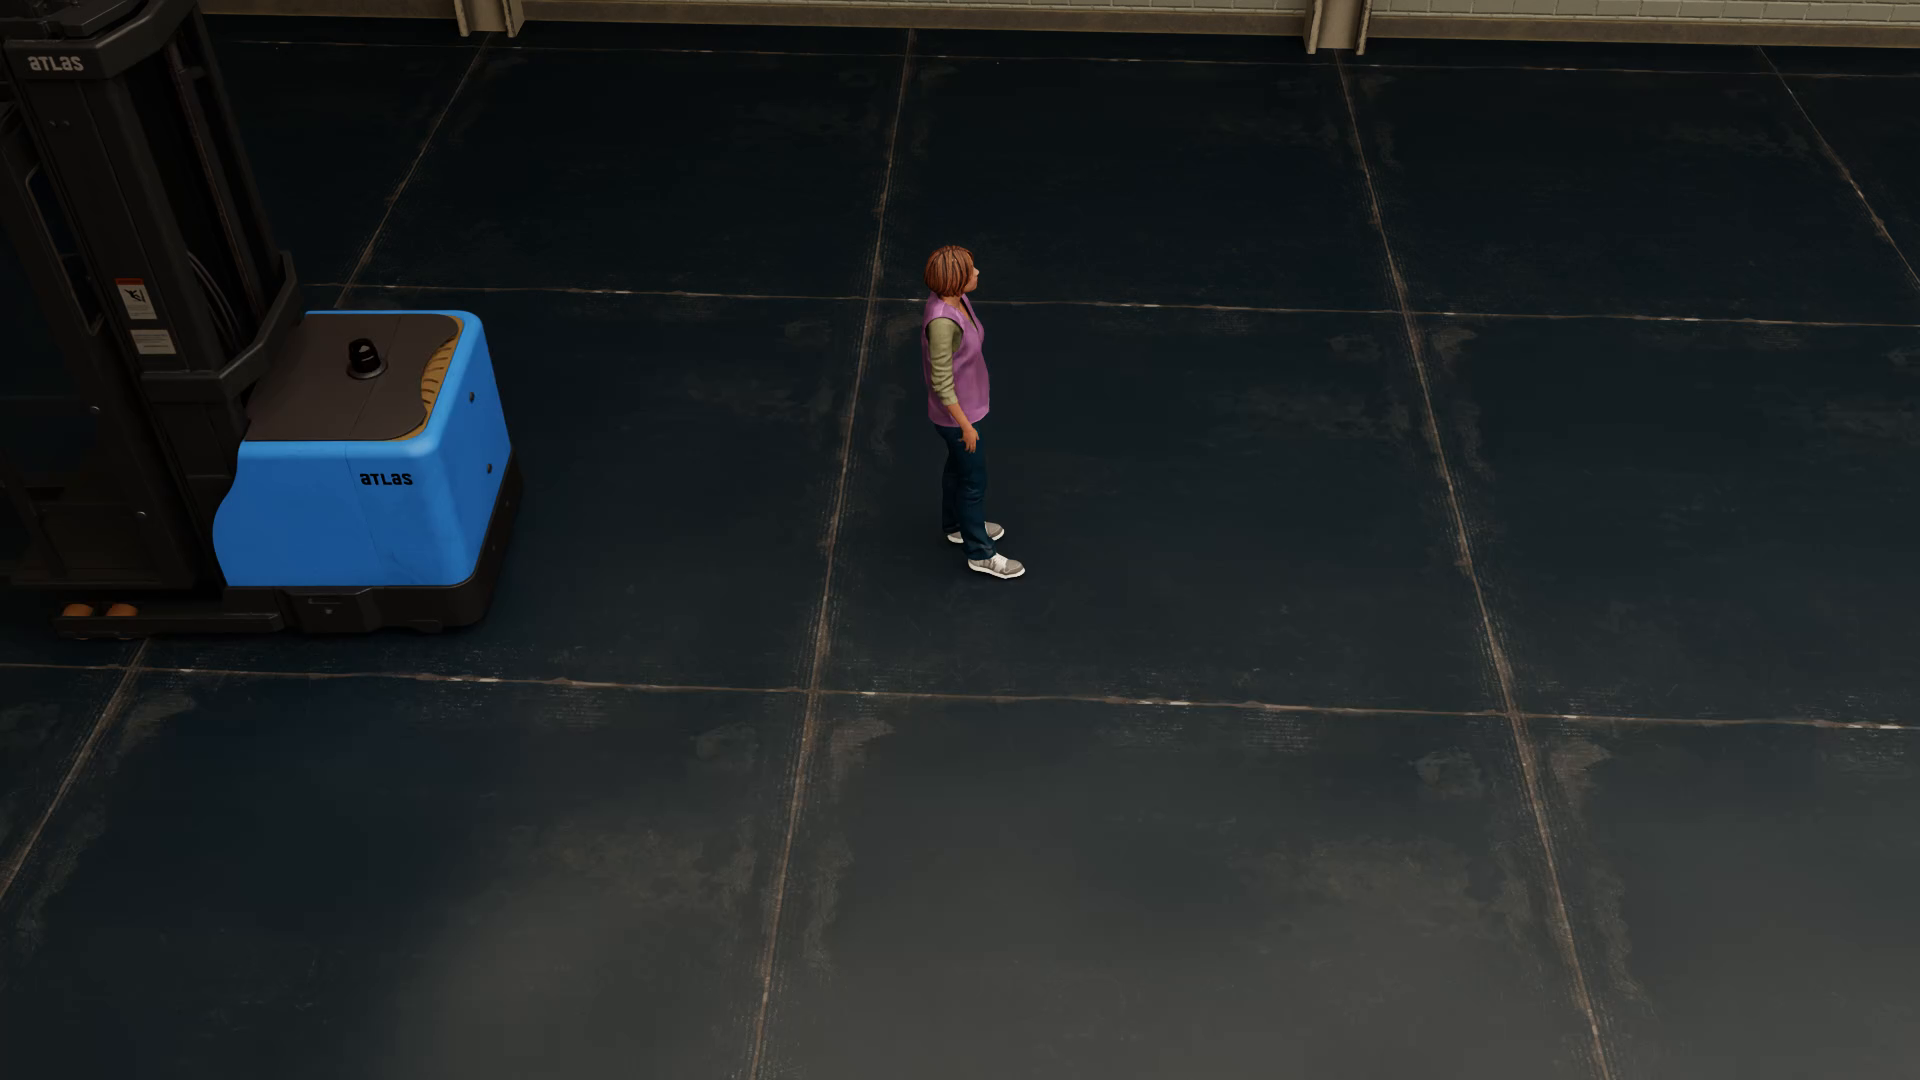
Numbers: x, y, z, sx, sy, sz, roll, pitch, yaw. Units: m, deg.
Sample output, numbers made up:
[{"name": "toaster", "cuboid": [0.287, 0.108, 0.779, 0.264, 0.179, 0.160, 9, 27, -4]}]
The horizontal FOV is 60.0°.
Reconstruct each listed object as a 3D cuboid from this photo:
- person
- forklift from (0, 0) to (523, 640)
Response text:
[{"name": "person", "cuboid": [0.073, -0.584, 7.360, 0.476, 1.597, 0.520, 2, 42, 2]}, {"name": "forklift", "cuboid": [-3.639, -0.996, 6.833, 3.031, 2.935, 1.130, 0, 42, 0]}]
